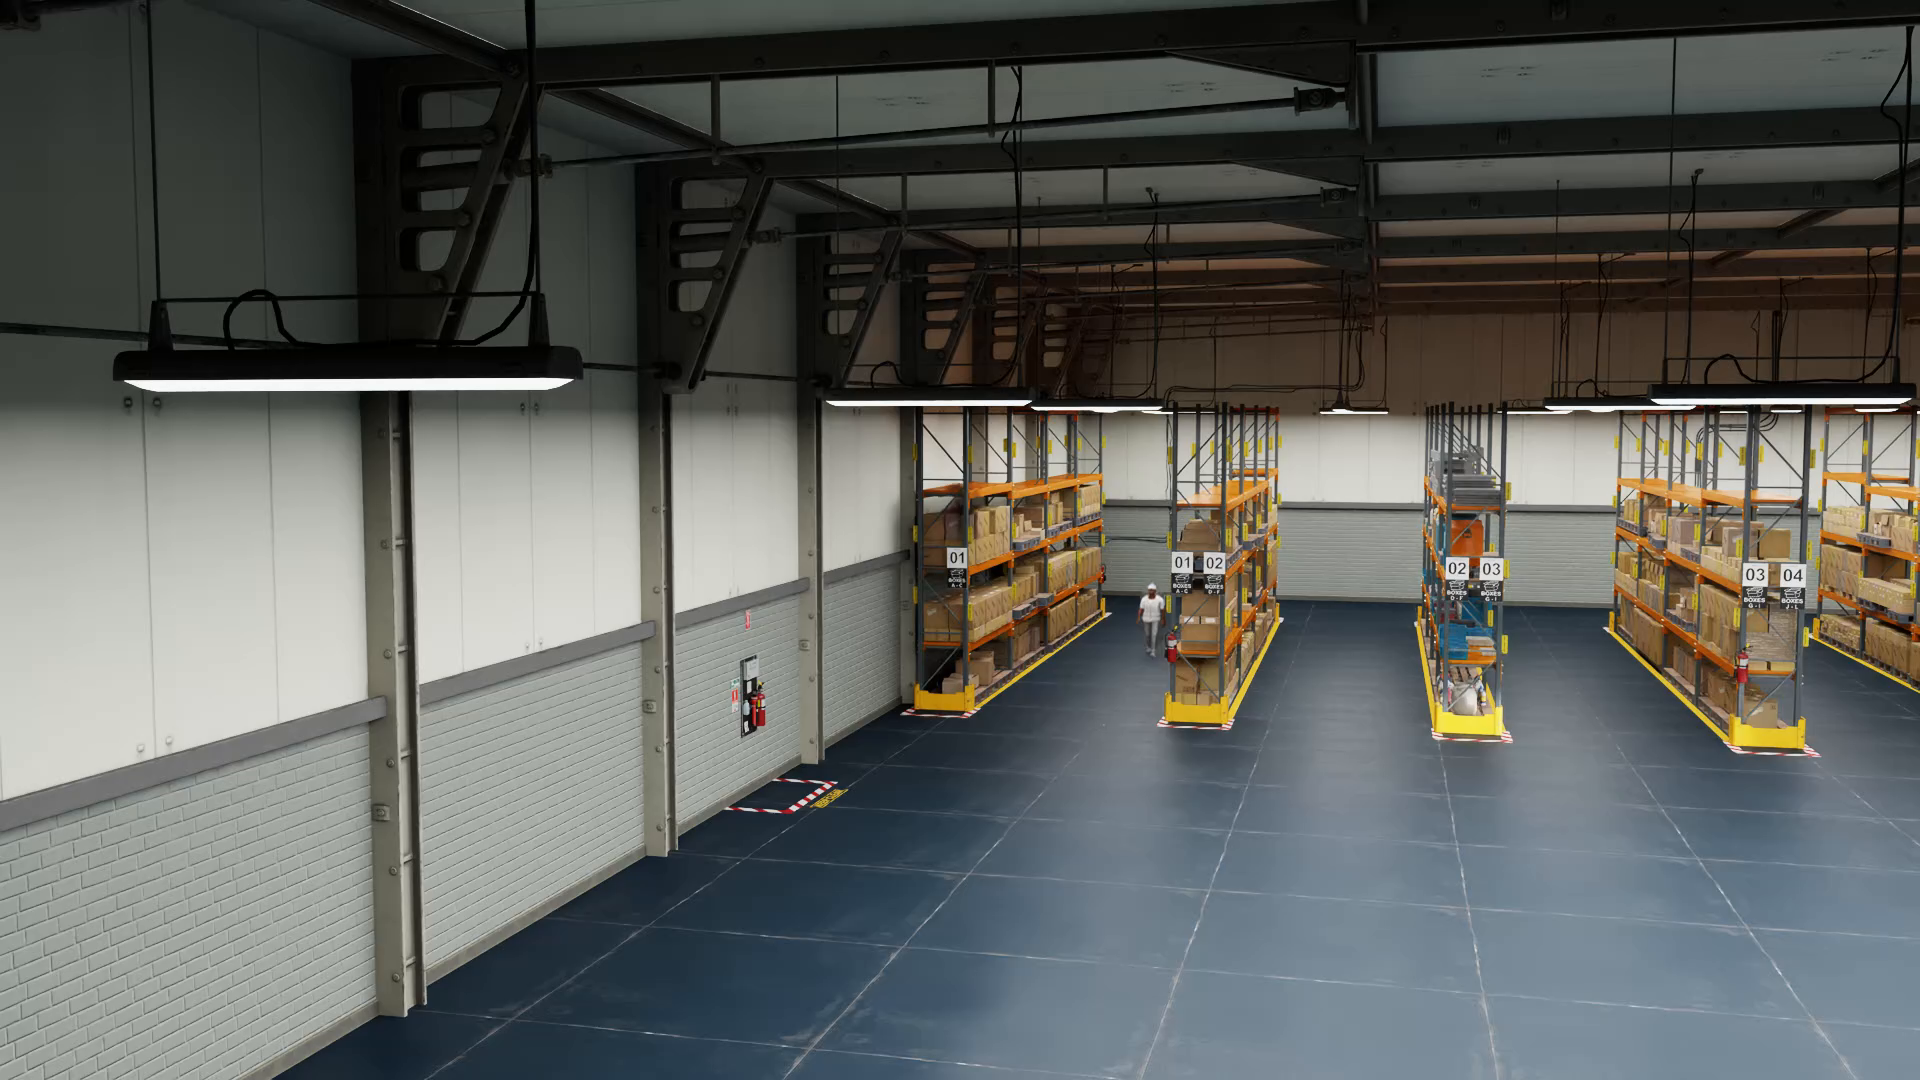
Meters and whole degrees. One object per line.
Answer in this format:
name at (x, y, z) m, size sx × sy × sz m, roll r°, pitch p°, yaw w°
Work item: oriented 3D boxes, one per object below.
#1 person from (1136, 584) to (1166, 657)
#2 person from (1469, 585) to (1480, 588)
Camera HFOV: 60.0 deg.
person at (4.577, 1.920, 39.836) m, size 0.660 × 1.720 × 1.054 m, roll 1°, pitch 4°, yaw 14°
person at (15.018, 1.289, 48.395) m, size 0.569 × 1.848 × 0.429 m, roll 0°, pitch 4°, yaw 4°
